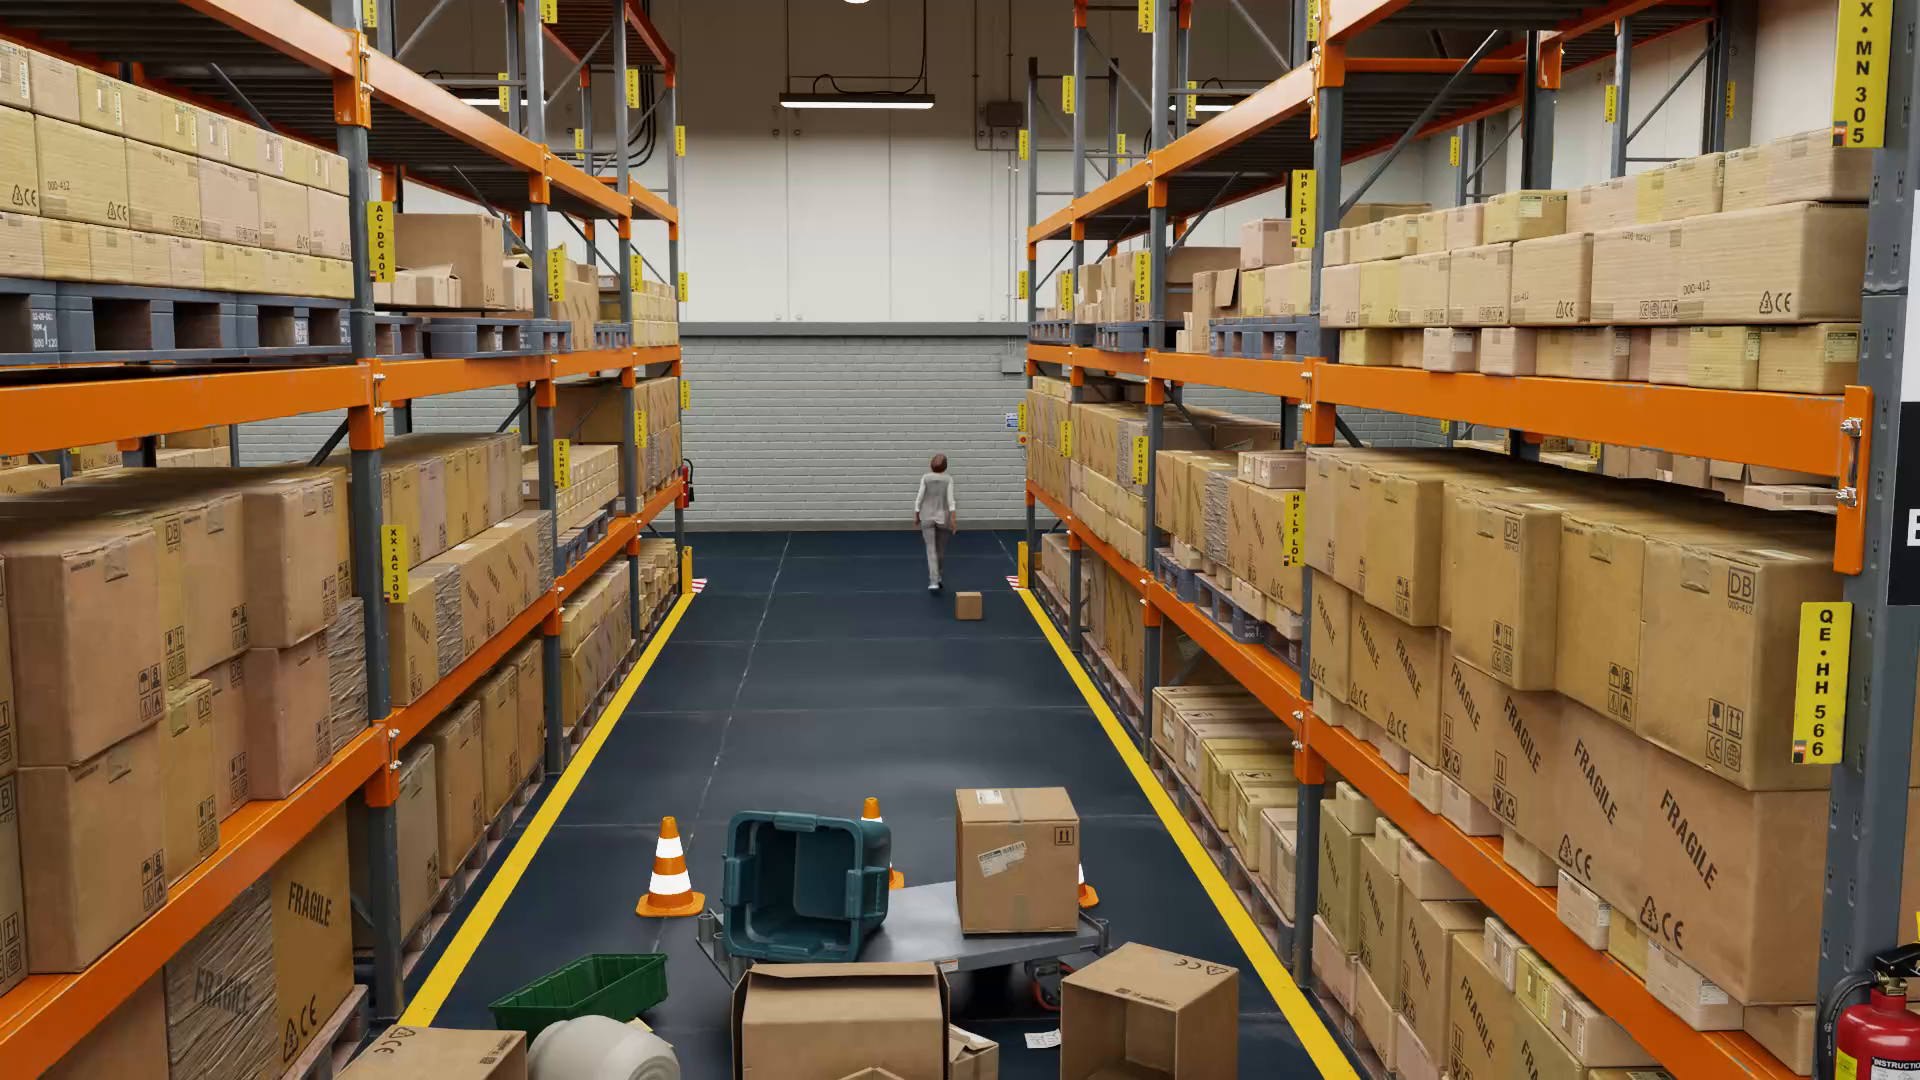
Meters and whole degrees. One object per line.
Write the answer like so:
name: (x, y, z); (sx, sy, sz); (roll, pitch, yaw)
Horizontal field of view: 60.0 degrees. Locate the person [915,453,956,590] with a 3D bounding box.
person: (-0.286, -0.228, 19.061); (0.457, 1.539, 0.913); (-1, 7, -5)
